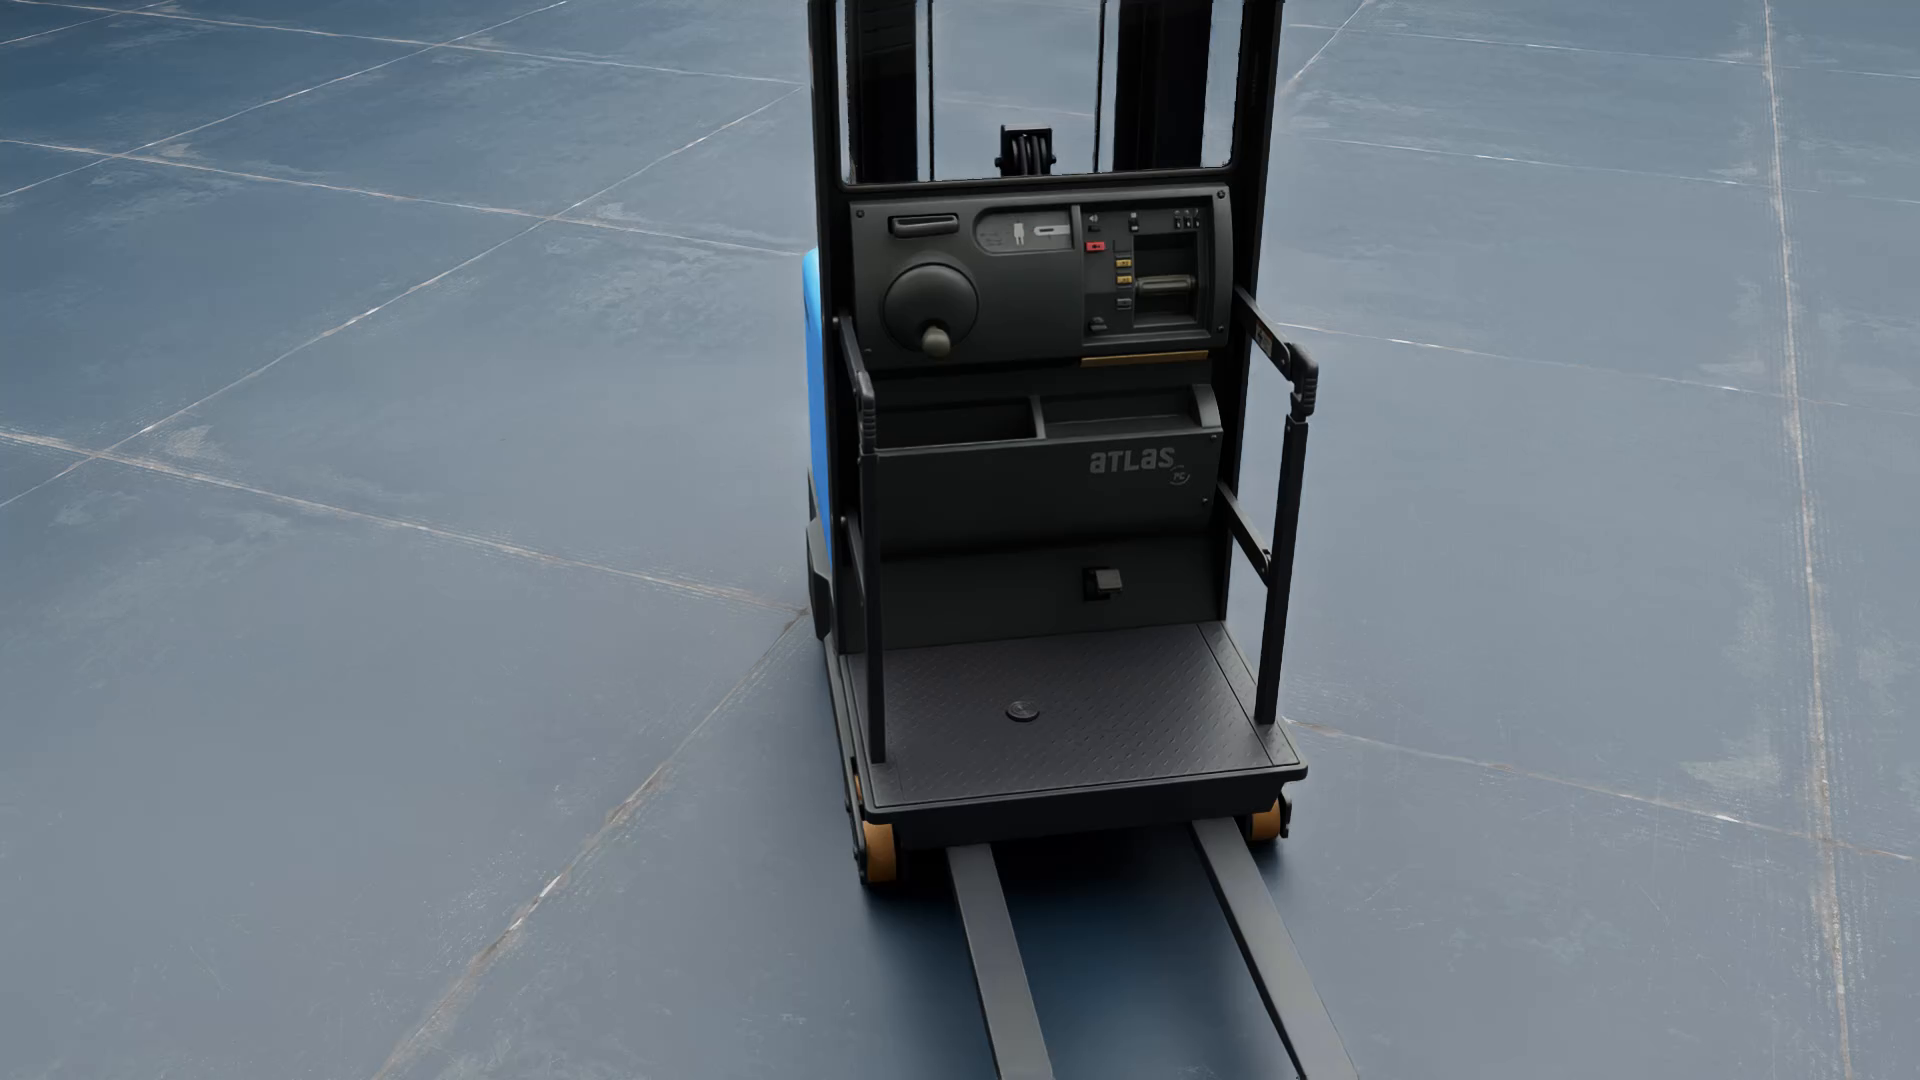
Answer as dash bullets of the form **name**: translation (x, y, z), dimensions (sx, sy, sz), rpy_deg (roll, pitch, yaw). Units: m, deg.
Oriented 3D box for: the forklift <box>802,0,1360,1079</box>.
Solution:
- **forklift**: translation (0.240, -0.599, 3.831), dimensions (1.130, 2.935, 3.031), rpy_deg (-5, 30, -8)
